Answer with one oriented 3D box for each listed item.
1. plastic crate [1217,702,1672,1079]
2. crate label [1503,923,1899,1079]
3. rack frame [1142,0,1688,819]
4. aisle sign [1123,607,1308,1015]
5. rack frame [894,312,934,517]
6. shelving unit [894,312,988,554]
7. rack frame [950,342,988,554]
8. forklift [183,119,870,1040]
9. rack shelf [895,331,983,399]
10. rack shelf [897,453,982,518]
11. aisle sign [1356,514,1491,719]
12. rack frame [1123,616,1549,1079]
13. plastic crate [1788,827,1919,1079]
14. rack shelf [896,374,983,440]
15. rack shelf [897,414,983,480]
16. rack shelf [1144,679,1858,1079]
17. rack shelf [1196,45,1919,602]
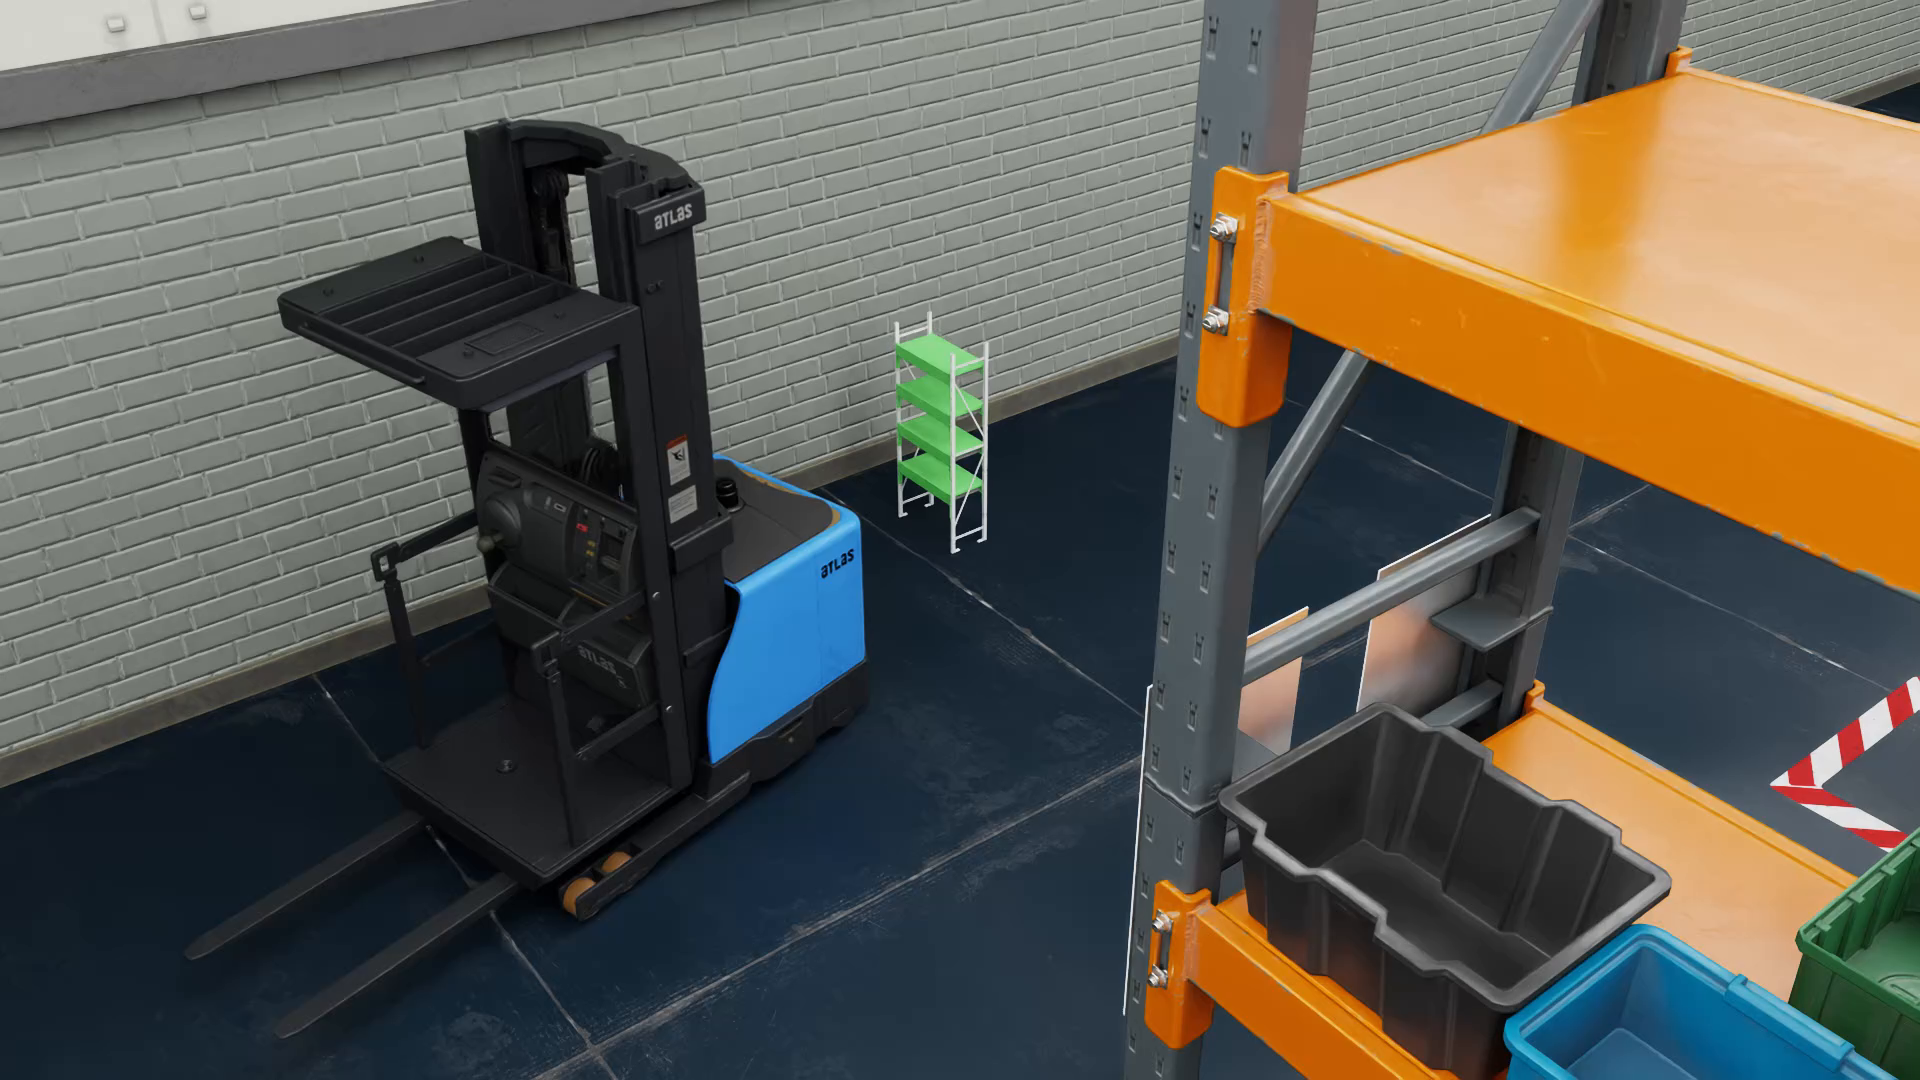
[{"bbox_3d":[0.767,0.589,2.739,0.497,0.269,0.590,-22,38,-31],"label":"plastic crate"},{"bbox_3d":[1.061,0.835,2.360,0.408,0.251,0.502,-22,38,-31],"label":"crate label"},{"bbox_3d":[0.751,-0.991,2.317,1.000,3.000,0.127,-22,38,-31],"label":"rack frame"},{"bbox_3d":[0.472,0.519,3.107,0.394,0.787,0.004,-22,38,-31],"label":"aisle sign"},{"bbox_3d":[-0.251,-0.680,9.208,0.240,1.200,0.015,-22,38,-31],"label":"rack frame"},{"bbox_3d":[-0.101,-0.579,9.045,0.258,1.200,0.503,-22,38,-31],"label":"shelving unit"},{"bbox_3d":[0.048,-0.477,8.881,0.240,1.200,0.015,-22,38,-31],"label":"rack frame"},{"bbox_3d":[-1.741,-0.002,6.475,1.130,2.935,3.031,23,39,32],"label":"forklift"},{"bbox_3d":[-0.101,-0.932,8.825,0.258,0.148,0.480,-22,38,-31],"label":"rack shelf"},{"bbox_3d":[-0.101,-0.321,9.205,0.258,0.148,0.480,-22,38,-31],"label":"rack shelf"},{"bbox_3d":[0.938,0.328,3.414,0.394,0.787,0.004,-22,38,-31],"label":"aisle sign"},{"bbox_3d":[0.751,1.557,3.899,1.000,3.000,0.127,-22,38,-31],"label":"rack frame"},{"bbox_3d":[1.581,0.692,2.651,0.450,0.188,0.336,-22,38,-31],"label":"plastic crate"},{"bbox_3d":[-0.101,-0.728,8.952,0.258,0.148,0.480,-22,38,-31],"label":"rack shelf"},{"bbox_3d":[-0.101,-0.524,9.078,0.258,0.148,0.480,-22,38,-31],"label":"rack shelf"},{"bbox_3d":[1.977,1.422,1.956,1.077,0.370,4.000,-22,38,-31],"label":"rack shelf"},{"bbox_3d":[1.977,0.318,1.270,1.077,0.370,4.000,-22,38,-31],"label":"rack shelf"}]
